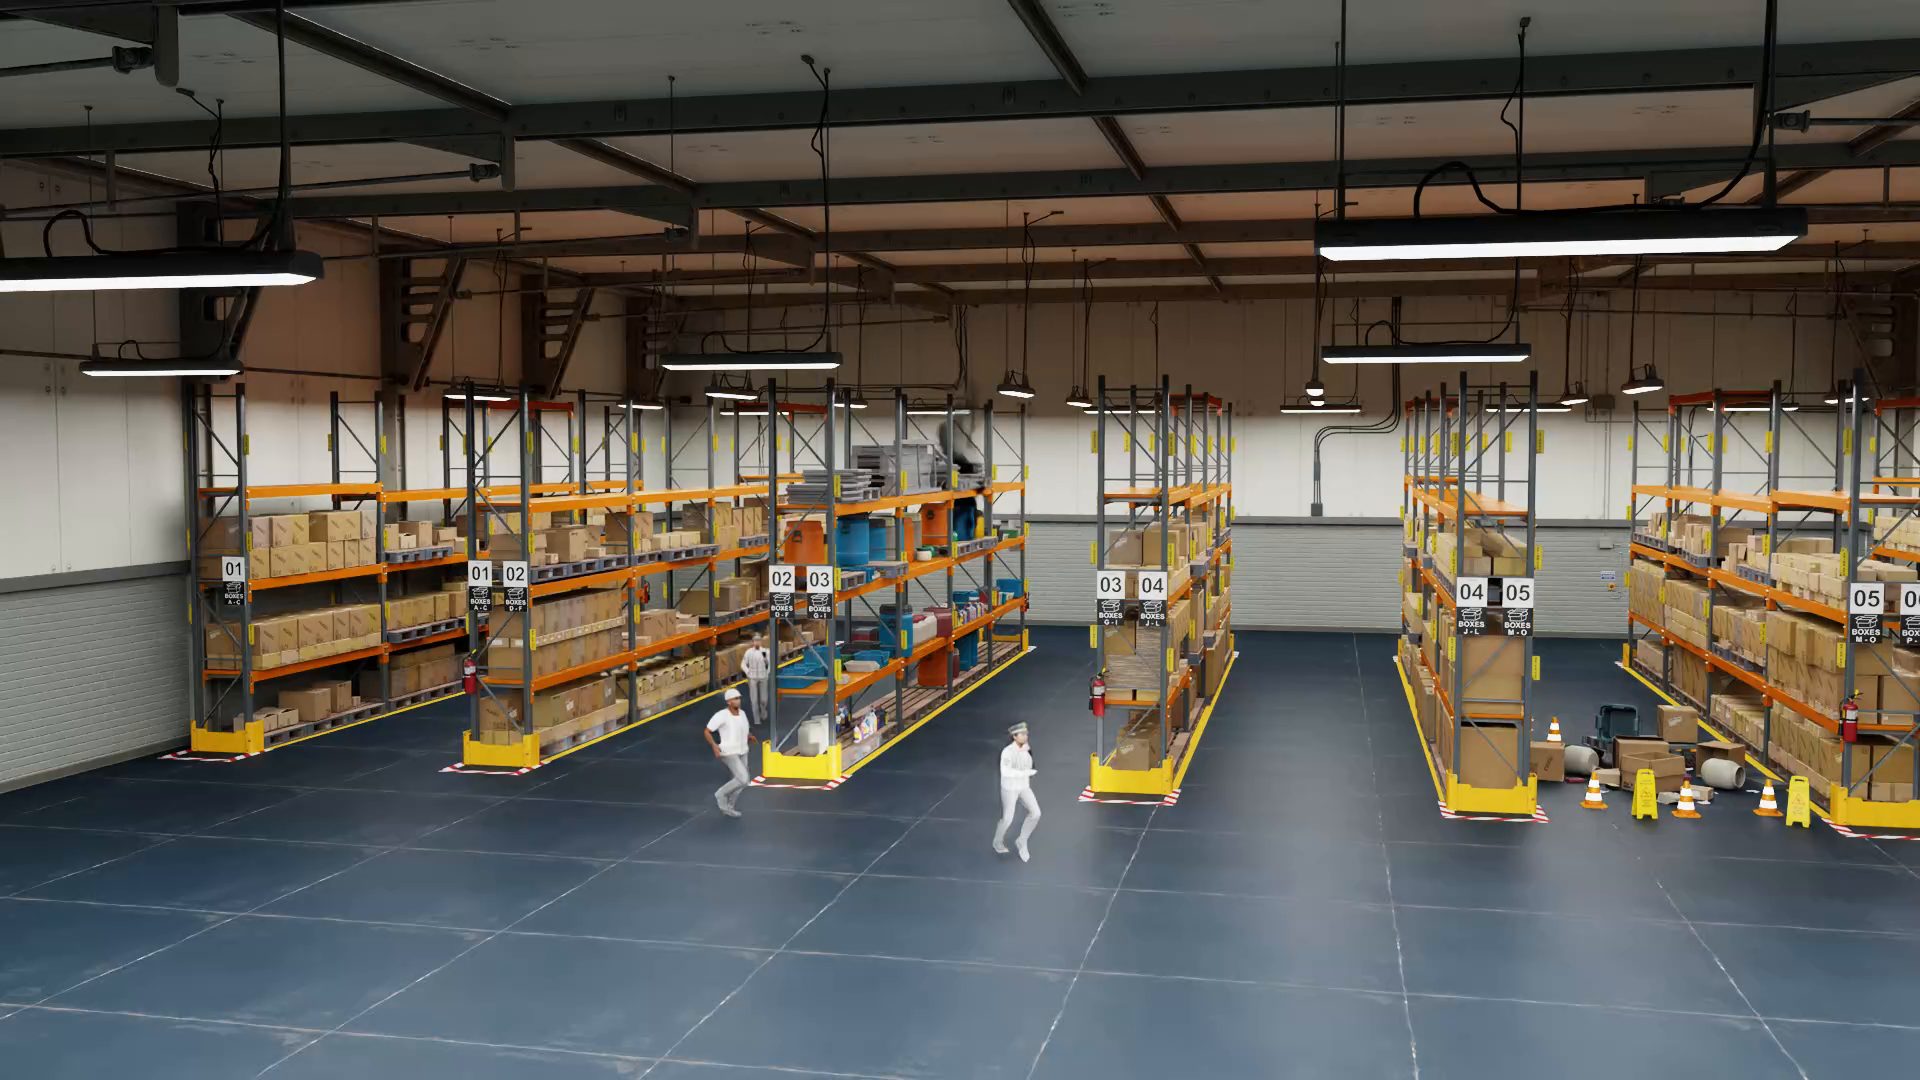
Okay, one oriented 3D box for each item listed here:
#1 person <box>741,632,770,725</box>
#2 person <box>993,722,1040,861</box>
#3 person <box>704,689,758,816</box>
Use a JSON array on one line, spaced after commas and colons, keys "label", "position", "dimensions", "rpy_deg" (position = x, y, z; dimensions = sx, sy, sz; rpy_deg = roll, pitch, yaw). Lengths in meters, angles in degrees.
[{"label": "person", "position": [-3.620, 2.473, 29.760], "dimensions": [0.608, 1.649, 0.570], "rpy_deg": [0, 3, -6]}, {"label": "person", "position": [0.676, 3.012, 20.047], "dimensions": [0.641, 1.685, 0.793], "rpy_deg": [-3, 4, -42]}, {"label": "person", "position": [-3.001, 2.859, 22.302], "dimensions": [0.590, 1.724, 0.691], "rpy_deg": [2, 4, 33]}]
